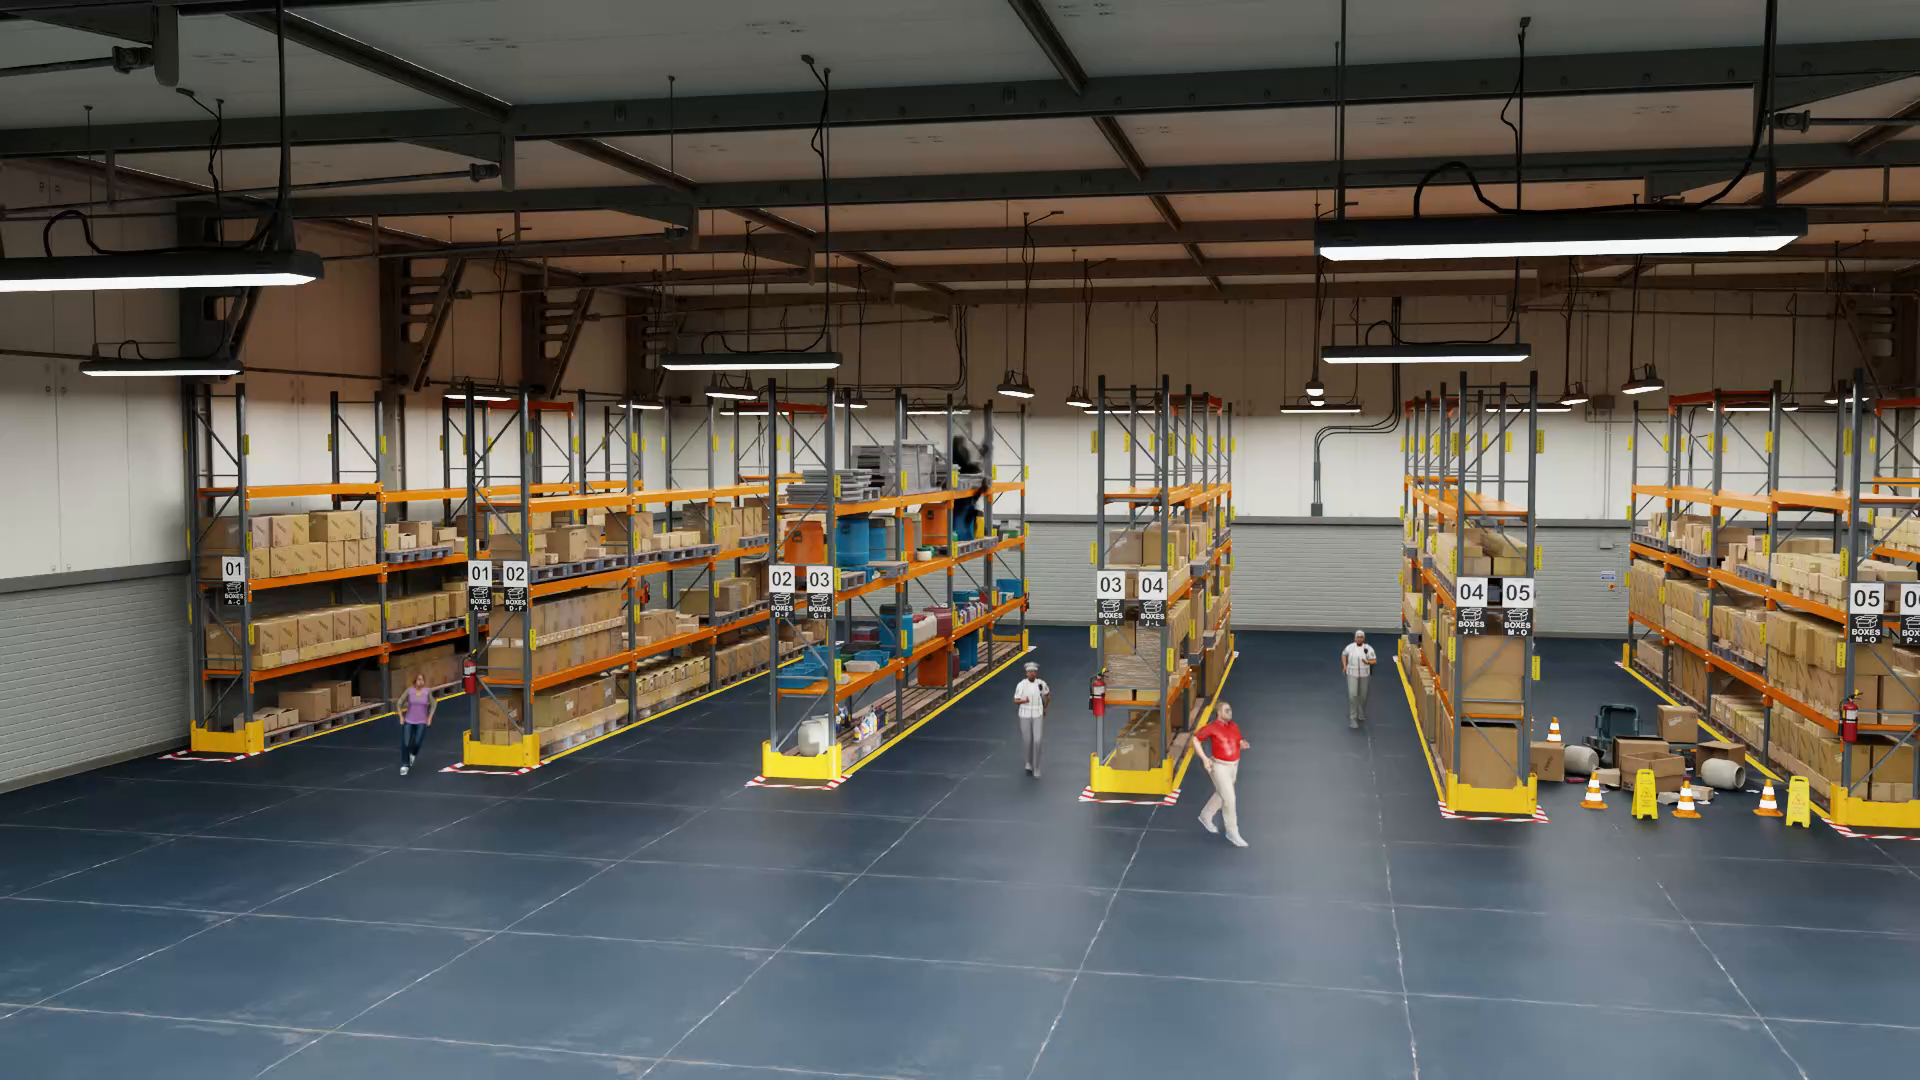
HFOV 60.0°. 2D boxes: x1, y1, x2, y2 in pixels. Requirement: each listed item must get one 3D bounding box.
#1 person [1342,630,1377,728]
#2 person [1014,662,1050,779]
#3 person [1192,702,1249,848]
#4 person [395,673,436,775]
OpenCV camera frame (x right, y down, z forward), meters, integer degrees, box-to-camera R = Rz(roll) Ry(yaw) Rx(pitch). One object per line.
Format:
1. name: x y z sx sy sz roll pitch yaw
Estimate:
1. person: 7.137 2.456 29.739 0.594 1.689 0.895 1 3 10
2. person: 1.093 2.717 25.190 0.556 1.756 0.714 0 3 2
3. person: 3.322 2.927 21.010 0.643 1.767 0.907 -3 4 -43
4. person: -8.299 2.794 25.372 0.595 1.547 0.487 -1 3 -17
